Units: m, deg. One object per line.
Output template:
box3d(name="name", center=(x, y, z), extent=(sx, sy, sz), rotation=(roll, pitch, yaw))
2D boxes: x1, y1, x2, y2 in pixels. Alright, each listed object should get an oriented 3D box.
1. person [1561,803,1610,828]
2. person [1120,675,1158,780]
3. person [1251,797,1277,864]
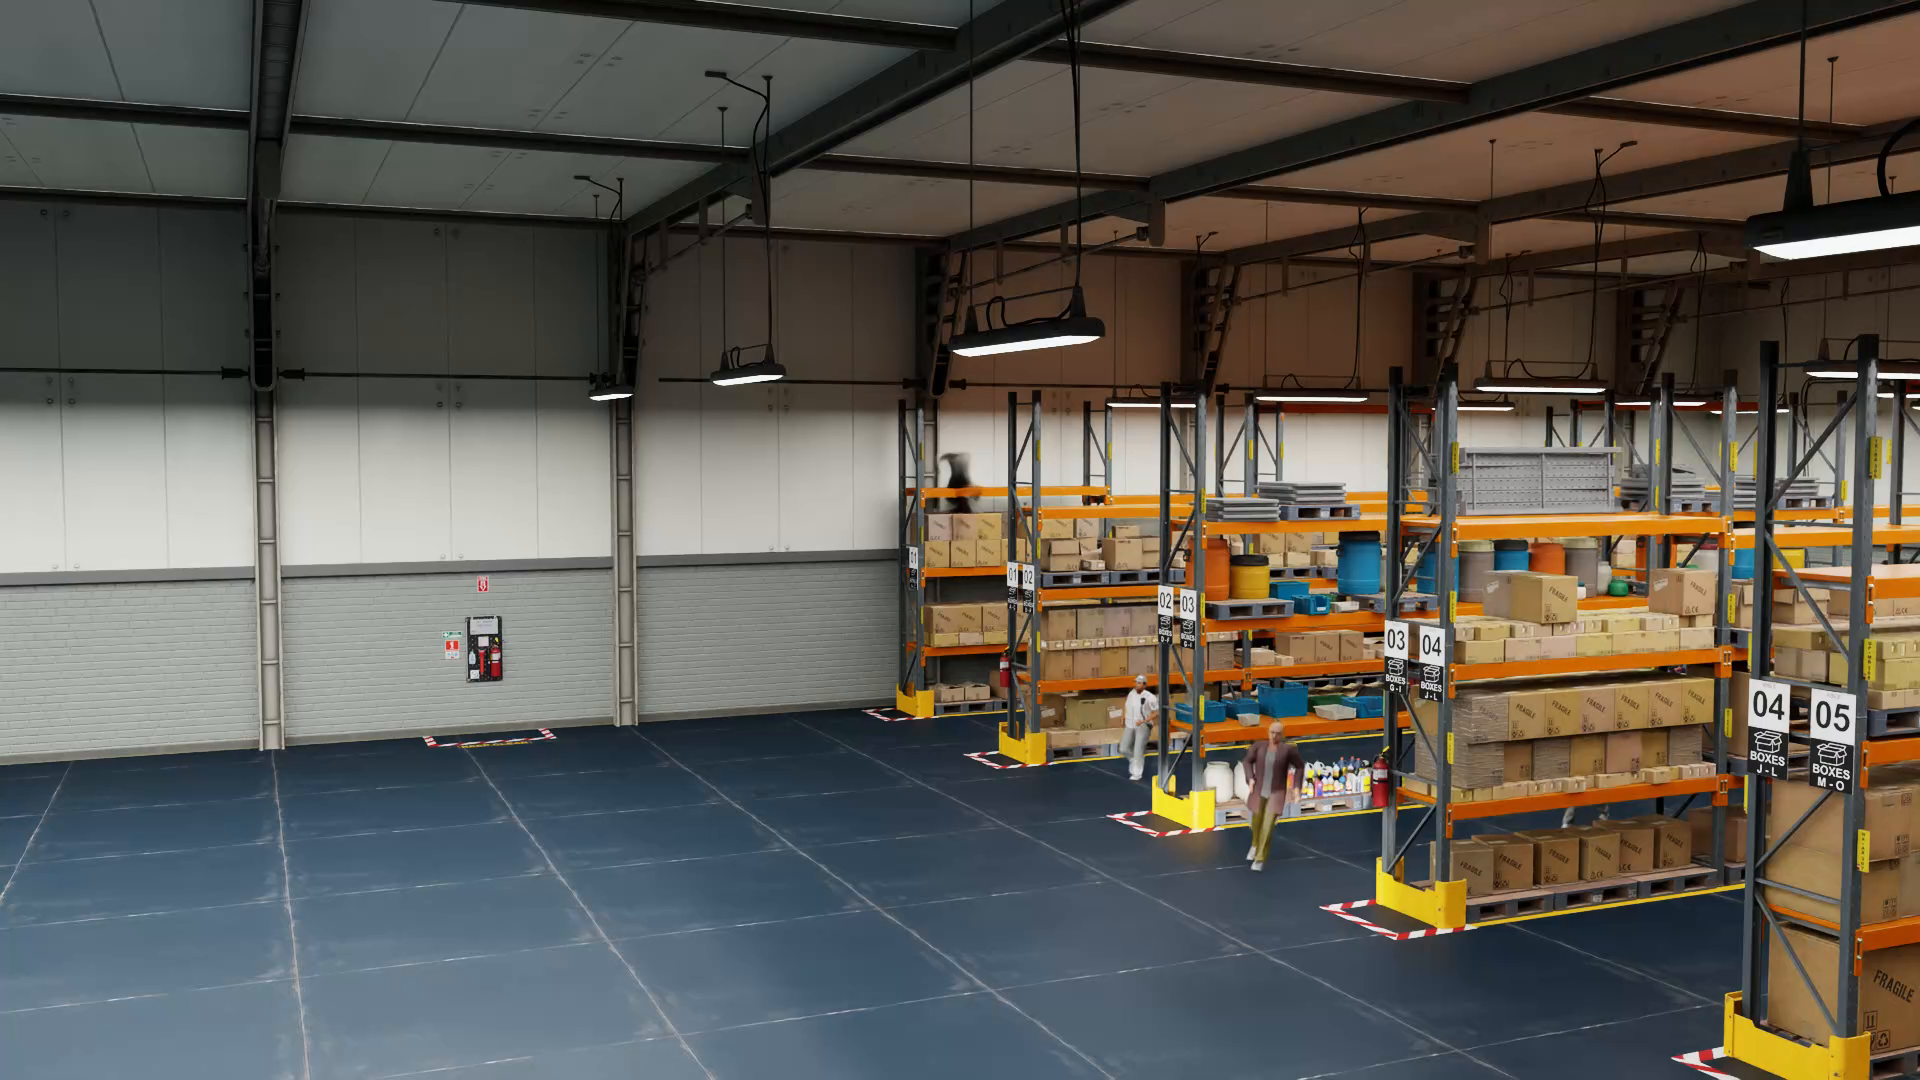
box3d(name="person", center=(8.247, 3.167, 21.971), extent=(0.874, 1.367, 0.348), rotation=(-2, 4, -33))
box3d(name="person", center=(2.744, 2.871, 25.430), extent=(0.631, 1.605, 0.511), rotation=(2, 4, 36))
box3d(name="person", center=(3.693, 3.366, 20.150), extent=(0.447, 1.013, 0.844), rotation=(1, 4, 22))
